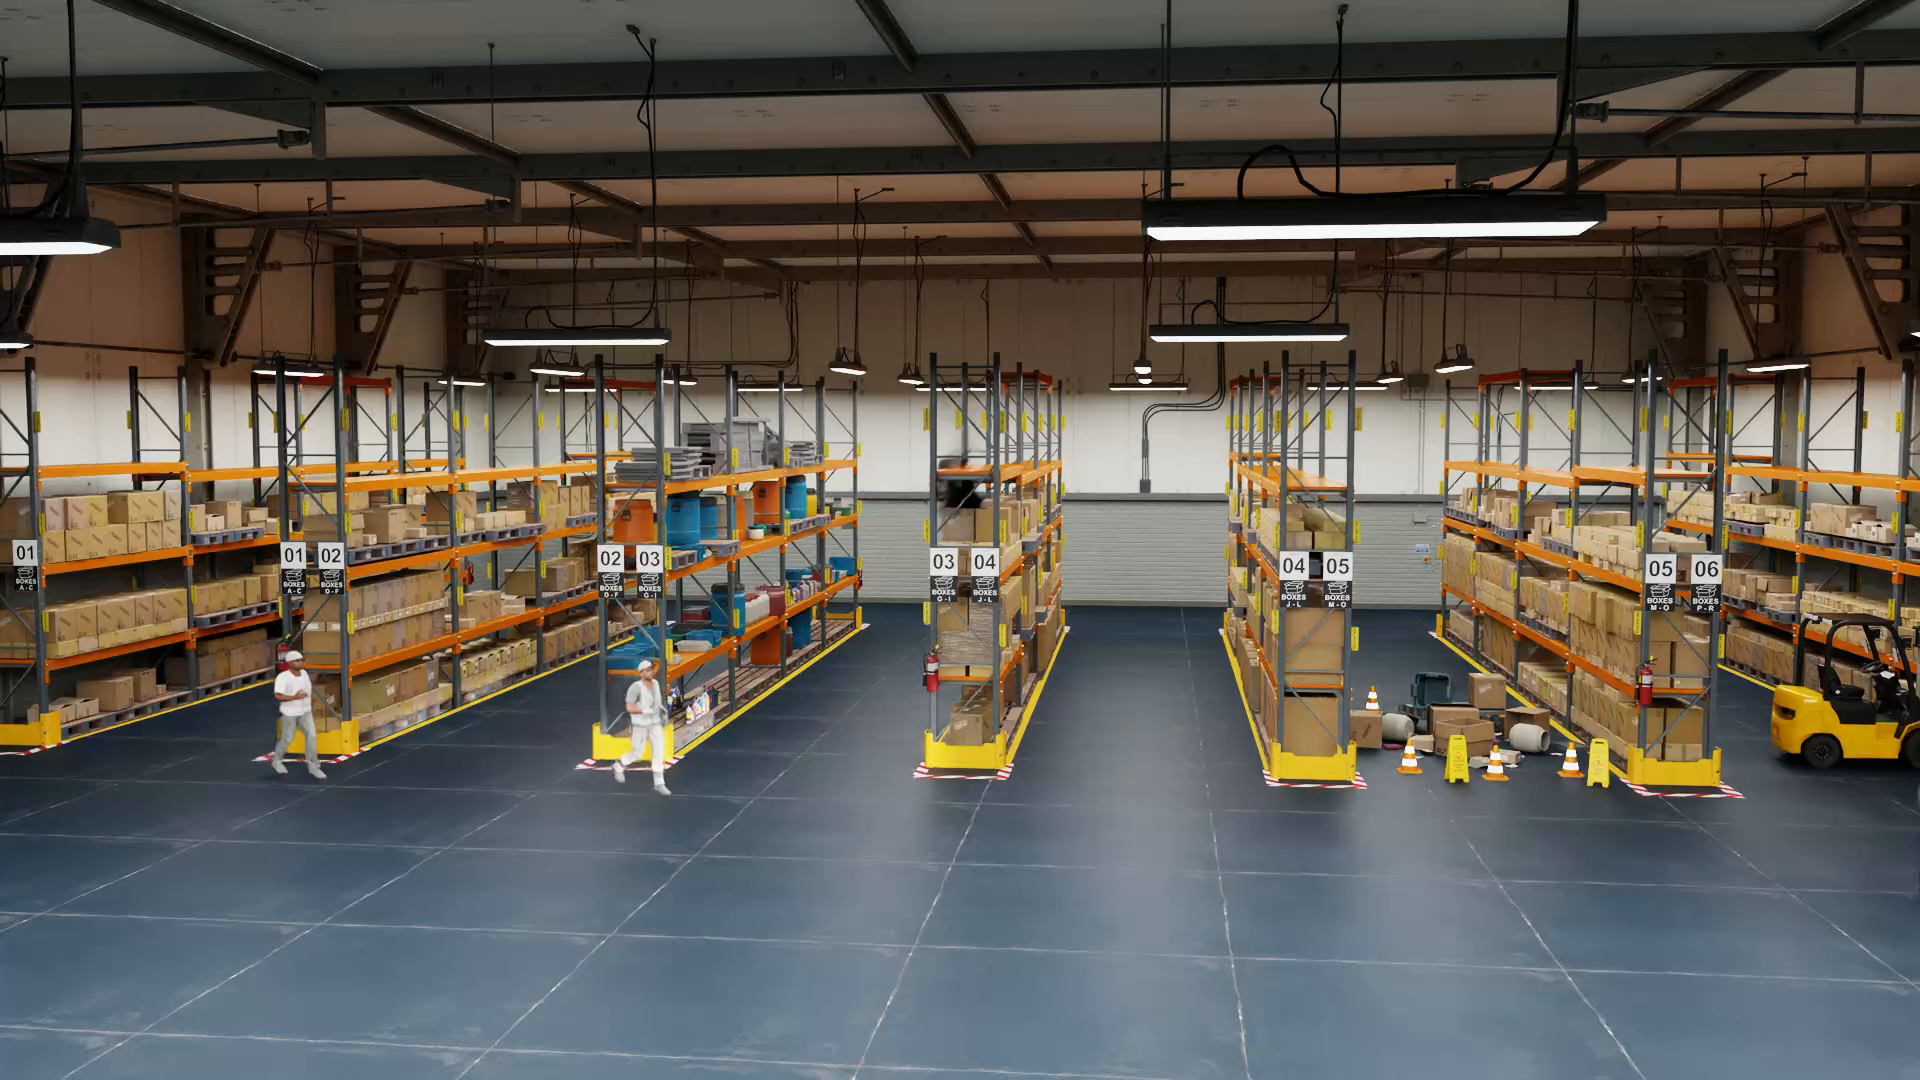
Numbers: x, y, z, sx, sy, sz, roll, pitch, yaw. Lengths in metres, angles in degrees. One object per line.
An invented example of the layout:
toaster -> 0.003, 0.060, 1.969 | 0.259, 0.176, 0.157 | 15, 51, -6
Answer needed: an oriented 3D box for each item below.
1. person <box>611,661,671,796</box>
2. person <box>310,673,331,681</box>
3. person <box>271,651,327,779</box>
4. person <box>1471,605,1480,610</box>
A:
person -> -4.284, 2.516, 22.536 | 0.990, 1.794, 0.669 | 3, 5, 40
person -> -10.928, 2.126, 28.520 | 0.574, 1.655, 0.969 | 0, 4, 4
person -> -9.319, 2.442, 23.325 | 0.905, 1.788, 0.697 | 2, 5, 31
person -> 12.405, 1.401, 39.805 | 0.730, 1.611, 0.533 | 4, 5, 42
